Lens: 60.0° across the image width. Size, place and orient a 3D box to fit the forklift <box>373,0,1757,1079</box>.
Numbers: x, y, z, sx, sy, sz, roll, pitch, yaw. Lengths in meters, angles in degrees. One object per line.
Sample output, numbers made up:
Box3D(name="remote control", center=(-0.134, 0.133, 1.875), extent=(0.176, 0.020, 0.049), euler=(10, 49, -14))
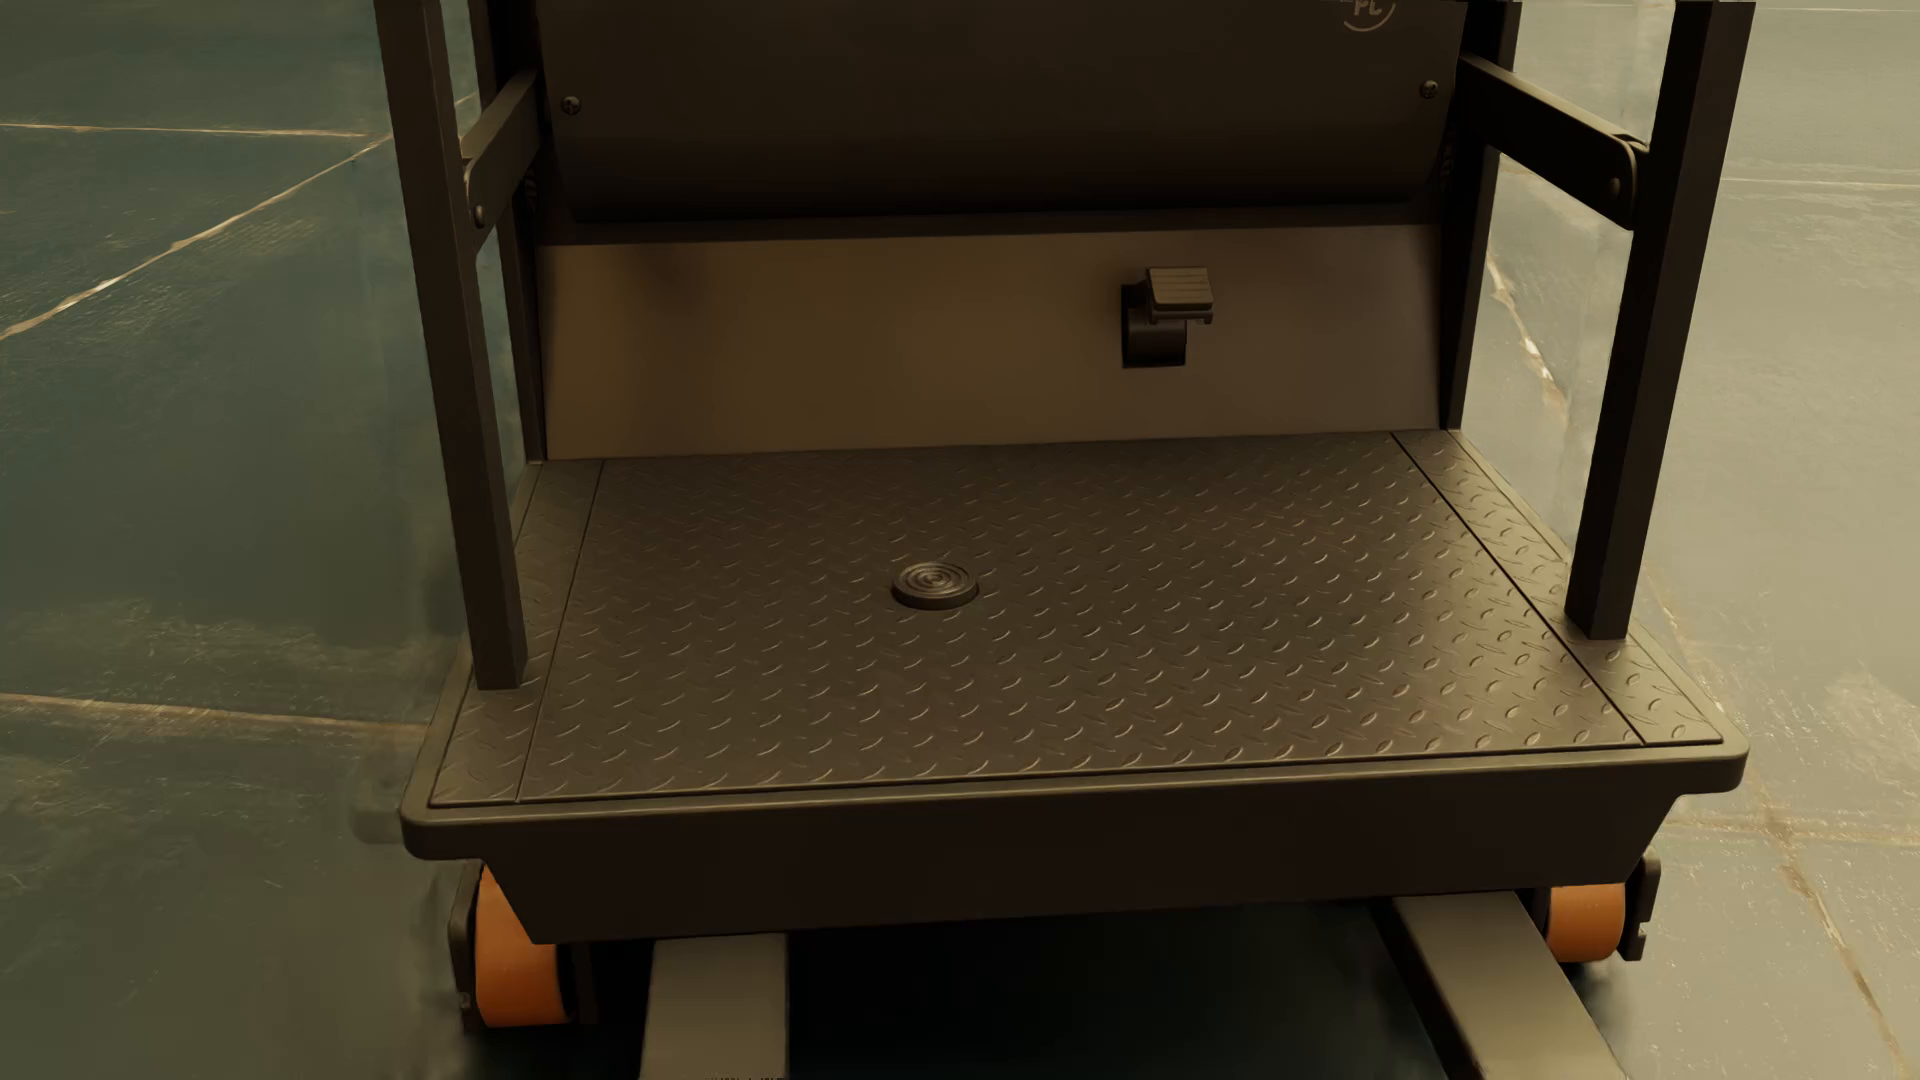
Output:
Box3D(name="forklift", center=(0.068, -1.008, 1.238), extent=(1.130, 2.935, 3.031), euler=(-2, 27, -4))
